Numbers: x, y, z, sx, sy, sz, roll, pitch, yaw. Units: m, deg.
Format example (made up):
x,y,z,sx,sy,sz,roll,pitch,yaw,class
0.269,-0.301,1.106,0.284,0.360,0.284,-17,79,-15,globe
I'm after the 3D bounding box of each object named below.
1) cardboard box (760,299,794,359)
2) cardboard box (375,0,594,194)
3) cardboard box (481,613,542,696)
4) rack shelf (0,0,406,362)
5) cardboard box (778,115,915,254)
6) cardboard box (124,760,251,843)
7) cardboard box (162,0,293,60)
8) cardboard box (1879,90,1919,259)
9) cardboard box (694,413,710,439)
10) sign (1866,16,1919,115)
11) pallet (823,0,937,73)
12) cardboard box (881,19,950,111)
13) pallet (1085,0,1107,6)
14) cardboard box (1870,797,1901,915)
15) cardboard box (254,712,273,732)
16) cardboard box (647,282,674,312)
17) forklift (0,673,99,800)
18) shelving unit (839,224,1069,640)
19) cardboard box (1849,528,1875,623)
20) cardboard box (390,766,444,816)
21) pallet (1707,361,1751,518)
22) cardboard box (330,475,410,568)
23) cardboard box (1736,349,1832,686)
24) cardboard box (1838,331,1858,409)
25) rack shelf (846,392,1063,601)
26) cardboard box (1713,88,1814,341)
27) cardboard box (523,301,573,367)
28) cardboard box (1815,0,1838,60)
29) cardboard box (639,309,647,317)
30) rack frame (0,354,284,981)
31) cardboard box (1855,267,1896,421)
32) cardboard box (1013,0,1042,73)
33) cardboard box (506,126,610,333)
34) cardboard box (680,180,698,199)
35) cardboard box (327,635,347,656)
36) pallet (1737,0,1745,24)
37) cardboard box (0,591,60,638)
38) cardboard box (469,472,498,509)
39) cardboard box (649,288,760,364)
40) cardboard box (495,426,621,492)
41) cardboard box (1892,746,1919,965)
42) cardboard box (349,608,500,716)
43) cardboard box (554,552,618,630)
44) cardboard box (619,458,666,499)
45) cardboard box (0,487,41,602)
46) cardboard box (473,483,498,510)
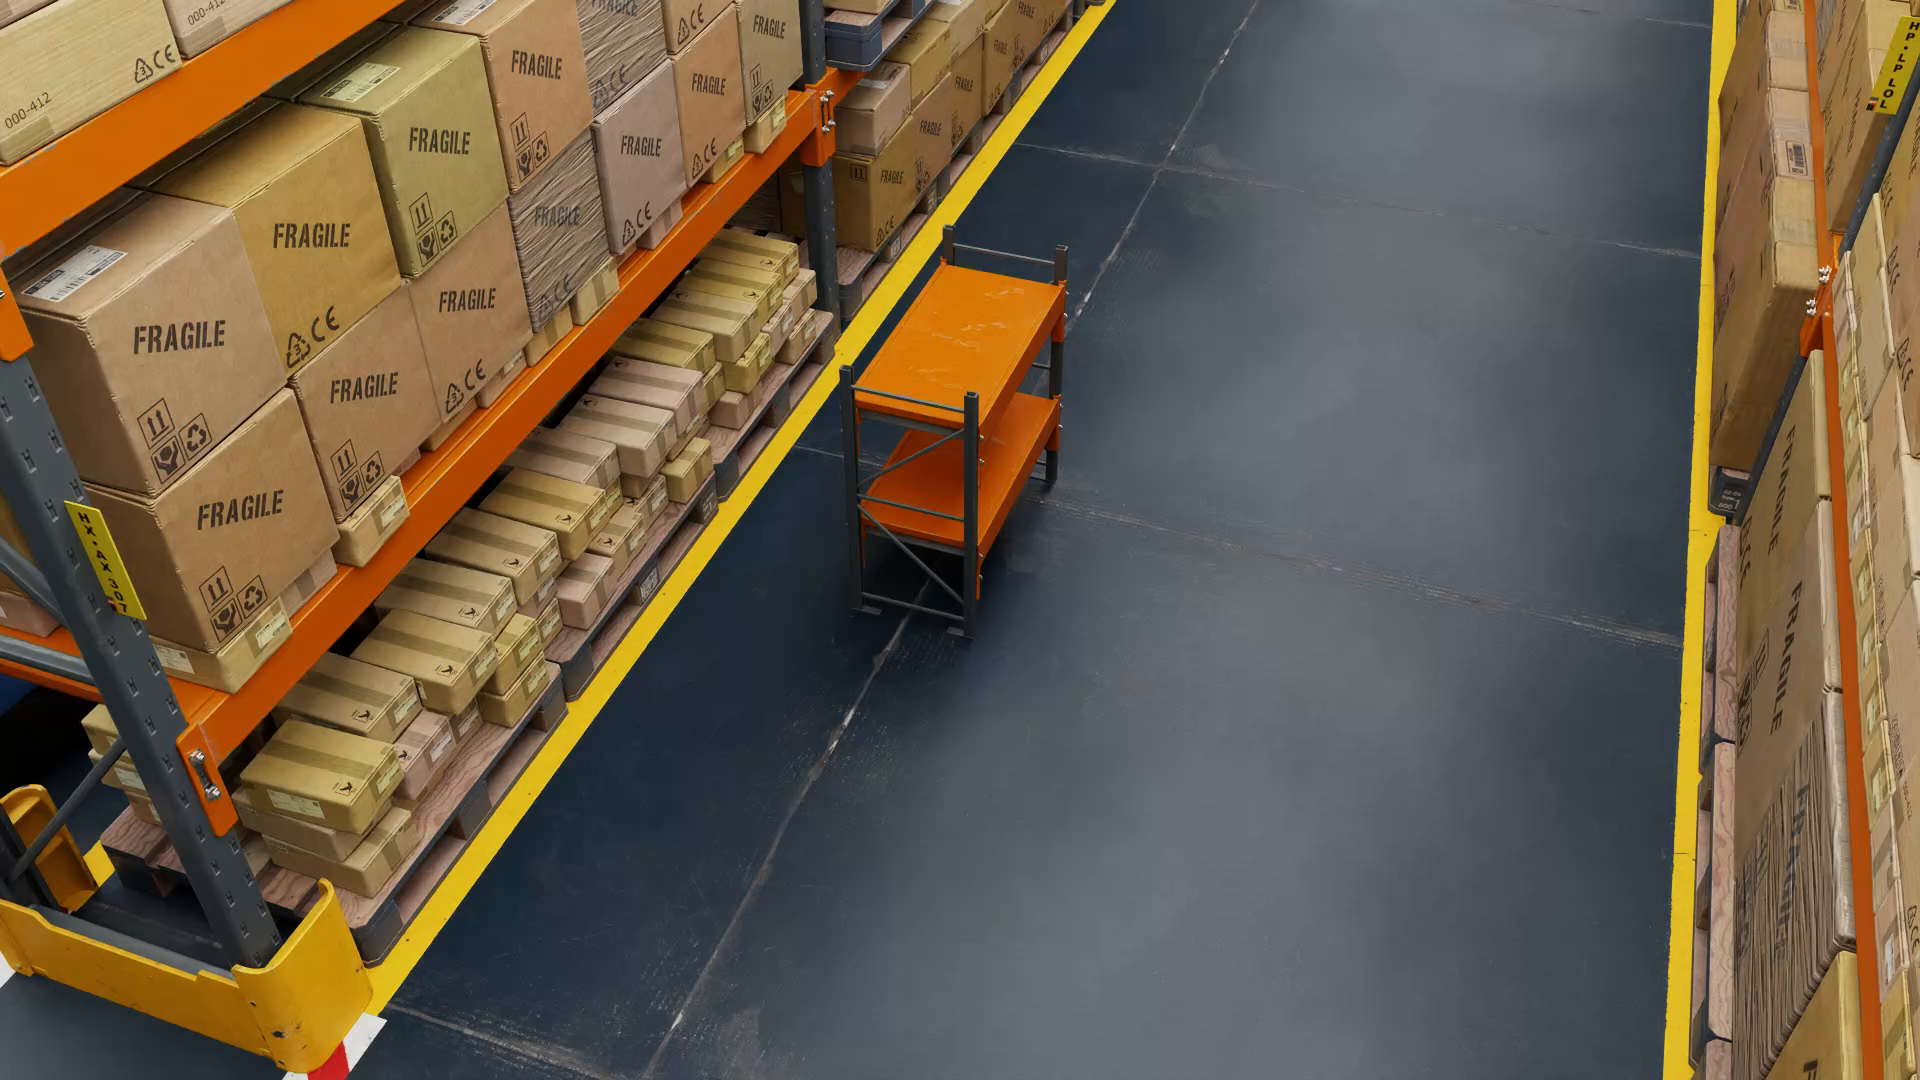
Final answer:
x,y,z,sx,sy,sz,roll,pitch,yaw,class
-0.942,-0.940,7.184,0.380,0.149,0.250,11,42,13,cardboard box
-1.480,-1.422,5.029,0.500,0.500,0.500,12,42,14,cardboard box
-1.662,0.351,5.671,0.380,0.149,0.250,15,43,16,cardboard box
-1.736,-1.830,4.827,1.077,0.370,4.000,13,42,15,rack shelf
-0.550,-1.783,8.131,0.500,0.500,0.500,15,43,17,cardboard box
-2.436,0.815,5.356,0.380,0.149,0.250,14,42,16,cardboard box
-1.842,-1.364,3.842,0.500,0.250,0.500,15,43,16,cardboard box
3.171,-1.126,5.067,0.500,0.500,0.500,13,42,15,cardboard box
-1.267,-0.493,6.890,0.380,0.149,0.250,12,42,14,cardboard box
3.061,-1.544,5.418,0.100,0.325,0.005,13,42,15,sign
-0.654,-2.543,7.567,1.003,0.211,1.213,13,42,15,pallet
-0.371,-2.394,8.269,0.500,0.250,0.500,14,43,16,cardboard box
0.656,-4.025,11.305,1.003,0.211,1.213,13,42,15,pallet
2.280,0.761,3.741,0.380,0.149,0.250,14,42,16,cardboard box
-2.337,0.436,5.342,0.380,0.149,0.250,14,42,16,cardboard box
-1.479,-1.046,7.309,0.380,0.149,0.250,14,42,15,cardboard box
-3.225,-1.092,5.772,1.130,2.935,3.031,16,43,18,forklift
-0.002,-0.424,6.380,0.538,1.125,1.048,13,42,15,shelving unit
2.629,0.134,4.476,0.380,0.149,0.250,12,42,14,cardboard box
-1.927,0.756,5.426,0.380,0.149,0.250,13,42,15,cardboard box
3.768,-0.446,7.110,1.003,0.211,1.213,13,42,15,pallet
-1.810,-0.088,4.736,0.380,0.149,0.250,12,42,14,cardboard box
3.274,0.014,5.736,0.875,0.875,0.875,13,42,15,cardboard box
2.982,-0.496,5.214,0.380,0.149,0.250,15,43,16,cardboard box
-0.002,-0.238,6.539,0.538,0.278,1.000,13,42,15,rack shelf
4.079,-1.311,7.289,1.225,0.875,0.875,12,42,14,cardboard box
-1.515,-0.734,5.493,0.380,0.149,0.250,15,43,17,cardboard box
4.002,-2.328,7.091,0.500,0.500,0.500,13,42,15,cardboard box
-1.554,-0.999,7.025,0.380,0.149,0.250,13,42,14,cardboard box
-2.420,0.258,4.137,1.000,3.000,0.127,13,42,15,rack frame
2.993,-0.545,4.964,0.500,0.250,0.500,13,42,15,cardboard box
0.156,-3.055,9.622,0.500,0.500,0.500,15,43,17,cardboard box
-1.499,-1.046,5.359,0.500,0.500,0.500,12,42,14,cardboard box
-1.215,-1.387,6.258,0.380,0.149,0.250,12,42,14,cardboard box
-2.331,0.367,5.653,0.380,0.149,0.250,12,42,13,cardboard box
5.630,-3.616,10.826,1.003,0.211,1.213,13,42,15,pallet
-2.574,0.092,4.525,0.380,0.149,0.250,13,42,15,cardboard box
-1.993,-0.278,6.409,0.380,0.149,0.250,14,42,16,cardboard box
-1.057,-0.891,6.898,0.380,0.149,0.250,13,42,15,cardboard box
-1.494,-0.270,6.170,0.380,0.149,0.250,13,42,15,cardboard box
2.297,0.700,3.504,0.500,0.250,0.500,13,42,14,cardboard box
-1.733,0.392,5.394,0.380,0.149,0.250,13,42,15,cardboard box
-1.494,0.162,6.122,0.380,0.149,0.250,11,42,13,cardboard box
-1.374,-0.323,6.461,0.380,0.149,0.250,11,42,13,cardboard box
-2.508,-0.225,4.396,0.500,0.500,0.500,14,42,16,cardboard box
-1.902,-0.129,6.463,0.380,0.149,0.250,14,43,16,cardboard box
